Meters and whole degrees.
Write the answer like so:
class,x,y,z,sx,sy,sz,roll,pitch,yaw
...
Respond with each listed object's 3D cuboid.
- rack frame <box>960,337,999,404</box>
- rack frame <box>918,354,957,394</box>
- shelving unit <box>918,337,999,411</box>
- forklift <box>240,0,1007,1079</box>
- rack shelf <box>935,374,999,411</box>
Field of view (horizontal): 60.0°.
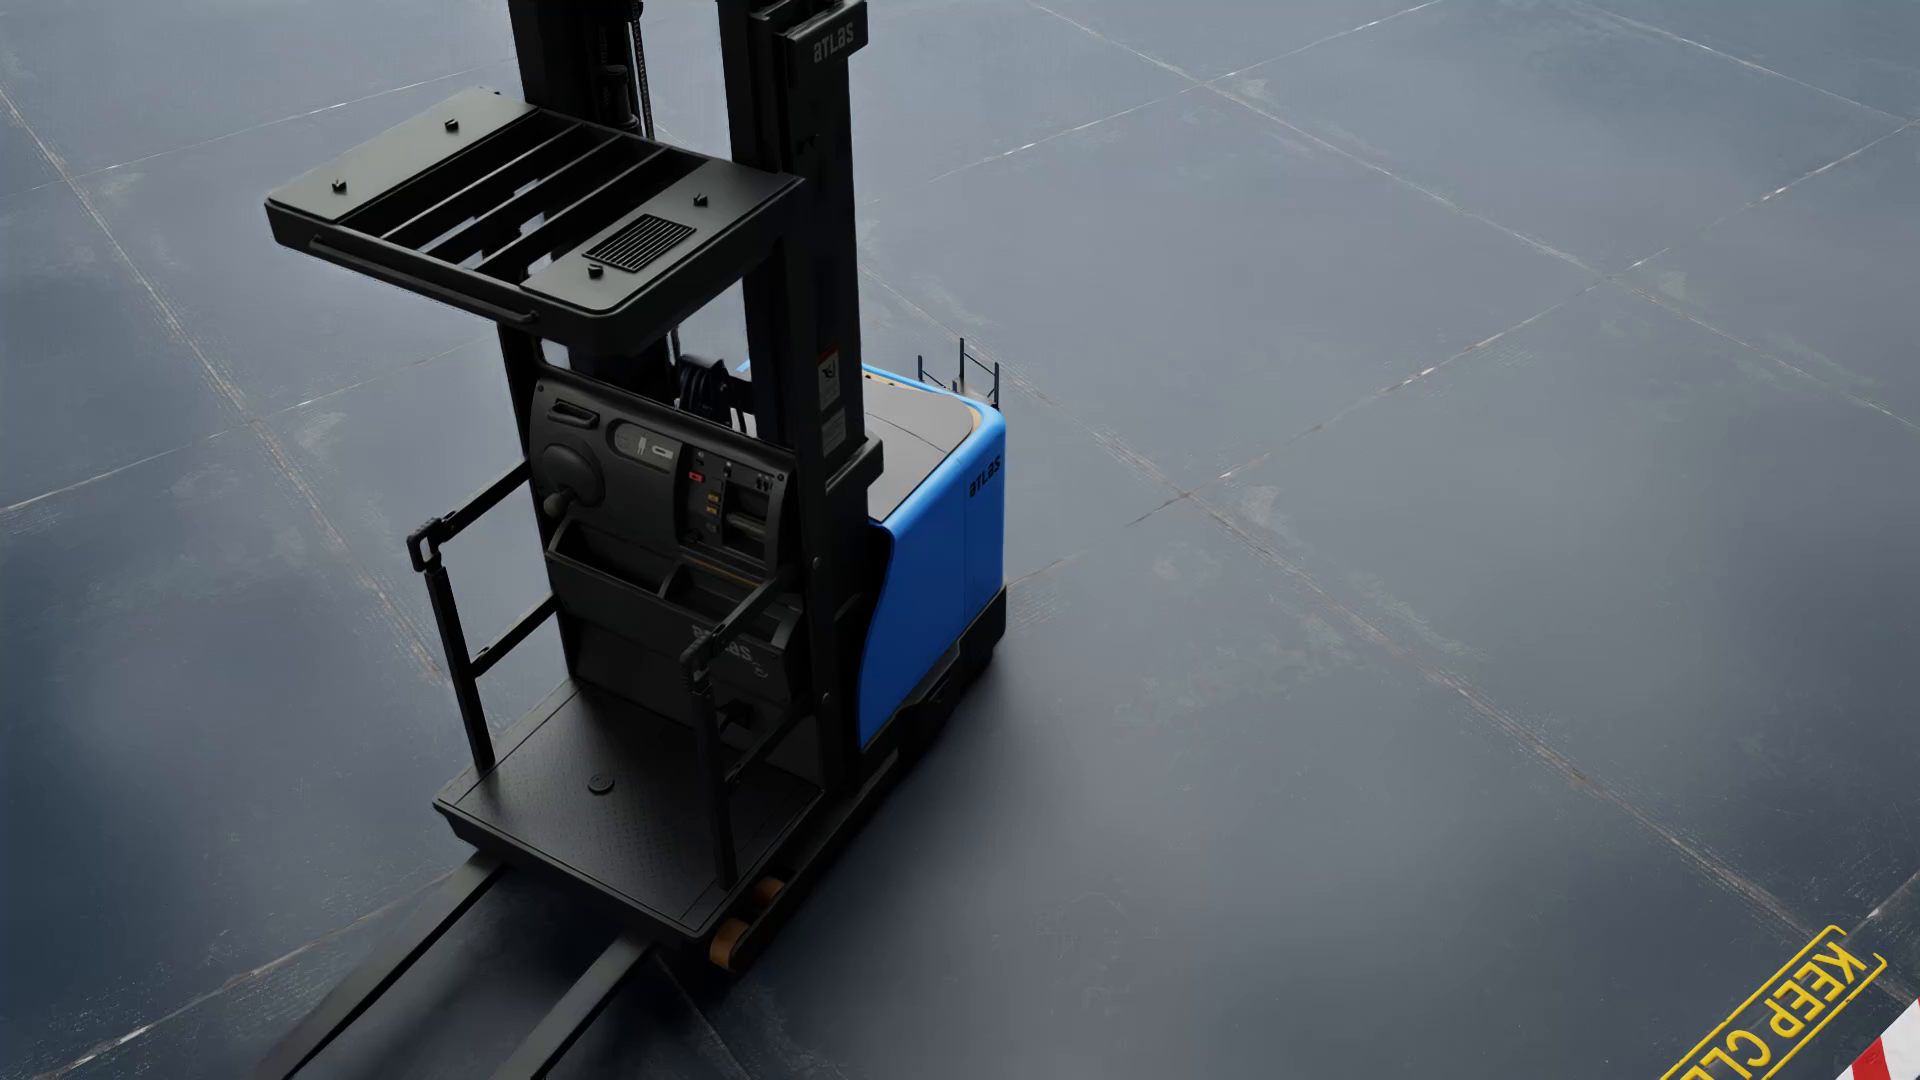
class,x,y,z,sx,sy,sz,roll,pitch,yaw
rack frame,0.074,-0.384,6.699,0.006,0.900,0.240,-26,46,-28
rack frame,-0.087,-0.305,6.603,0.006,0.900,0.240,-26,46,-28
shelving unit,-0.006,-0.345,6.651,0.210,0.900,0.258,-26,46,-28
forklift,-1.002,-0.105,4.757,1.130,2.935,3.031,20,44,23
rack shelf,-0.006,-0.528,6.501,0.200,0.077,0.258,-26,46,-28
